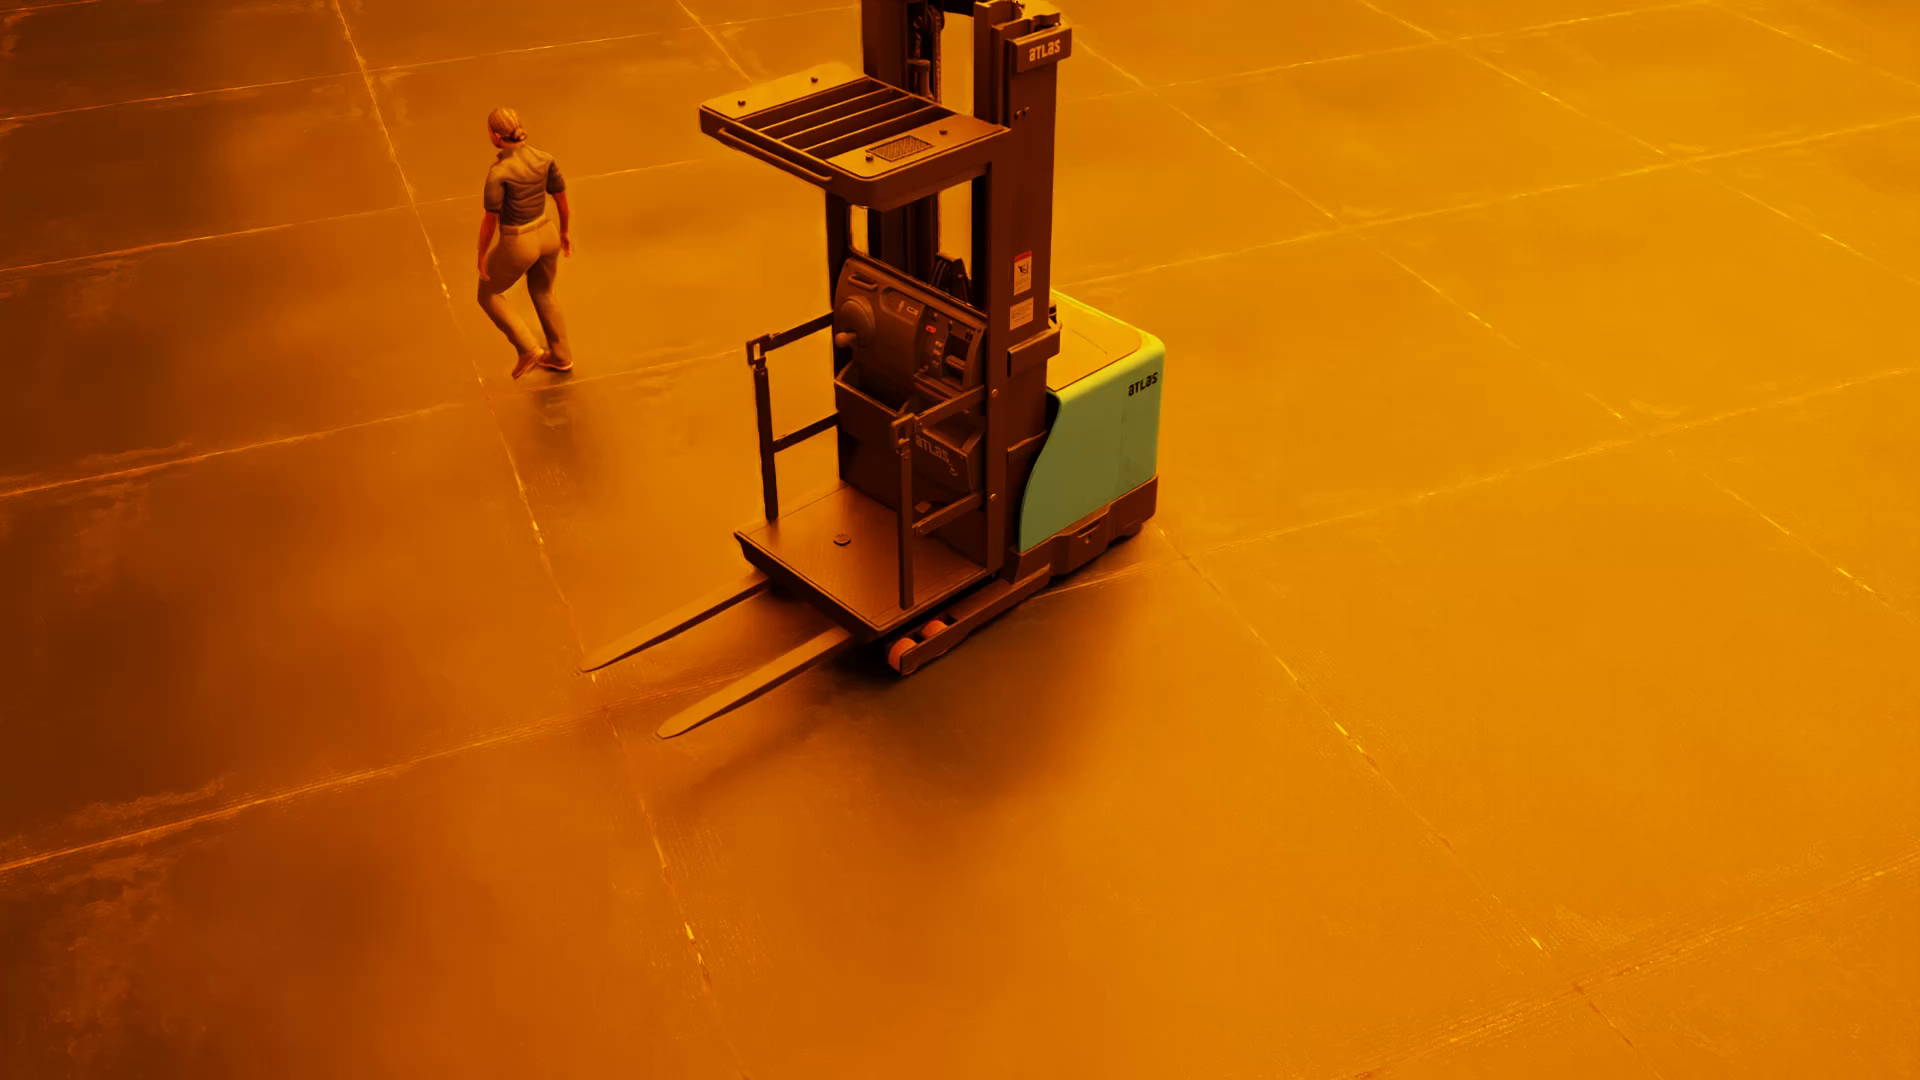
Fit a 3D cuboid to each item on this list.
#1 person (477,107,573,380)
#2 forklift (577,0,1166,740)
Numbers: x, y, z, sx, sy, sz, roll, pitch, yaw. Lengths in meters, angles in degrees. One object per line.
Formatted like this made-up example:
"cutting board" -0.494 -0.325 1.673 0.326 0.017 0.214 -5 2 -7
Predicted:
"person" -2.563 -1.719 9.635 0.430 1.639 0.595 22 41 27
"forklift" -0.390 -0.911 7.379 3.031 2.935 1.130 -29 44 -34
